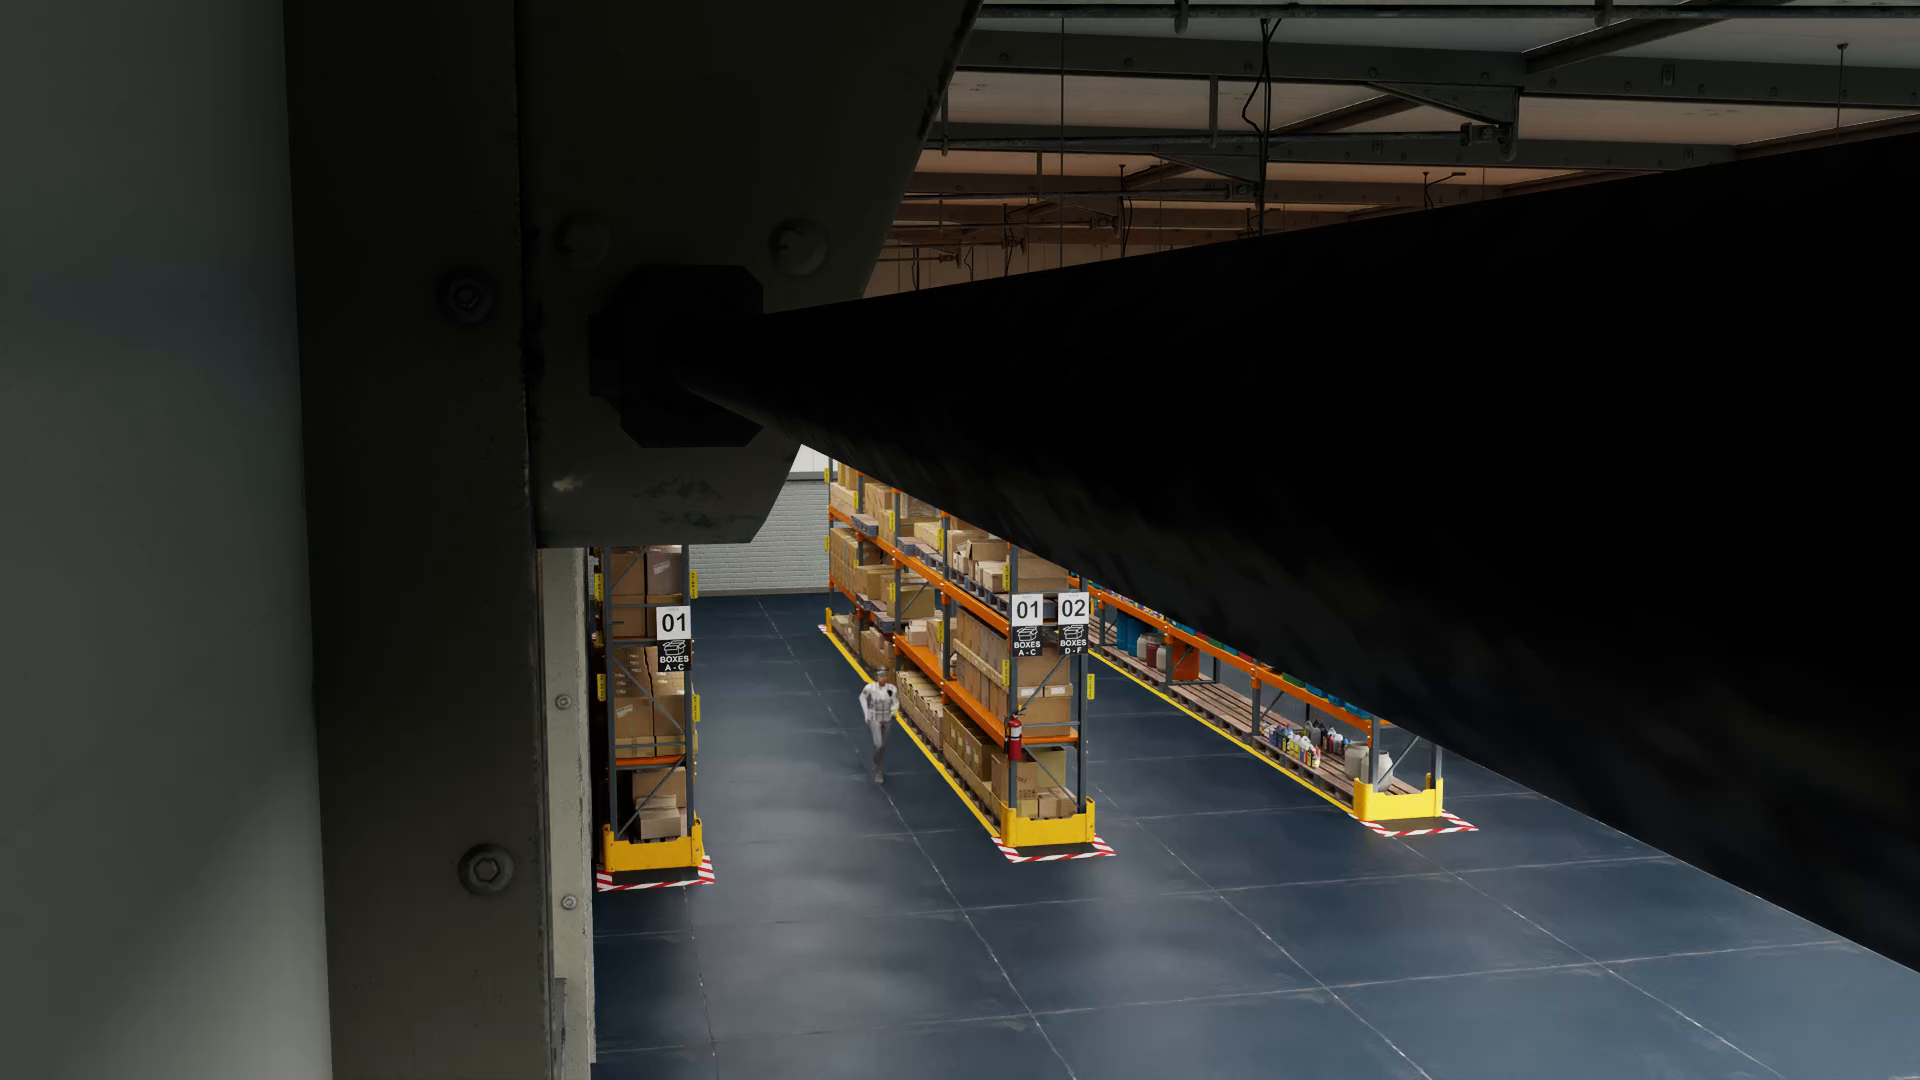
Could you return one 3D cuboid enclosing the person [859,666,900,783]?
[{"bbox_3d":[-1.152,2.652,24.159,0.529,1.725,0.829,-3,7,-20],"label":"person"}]
